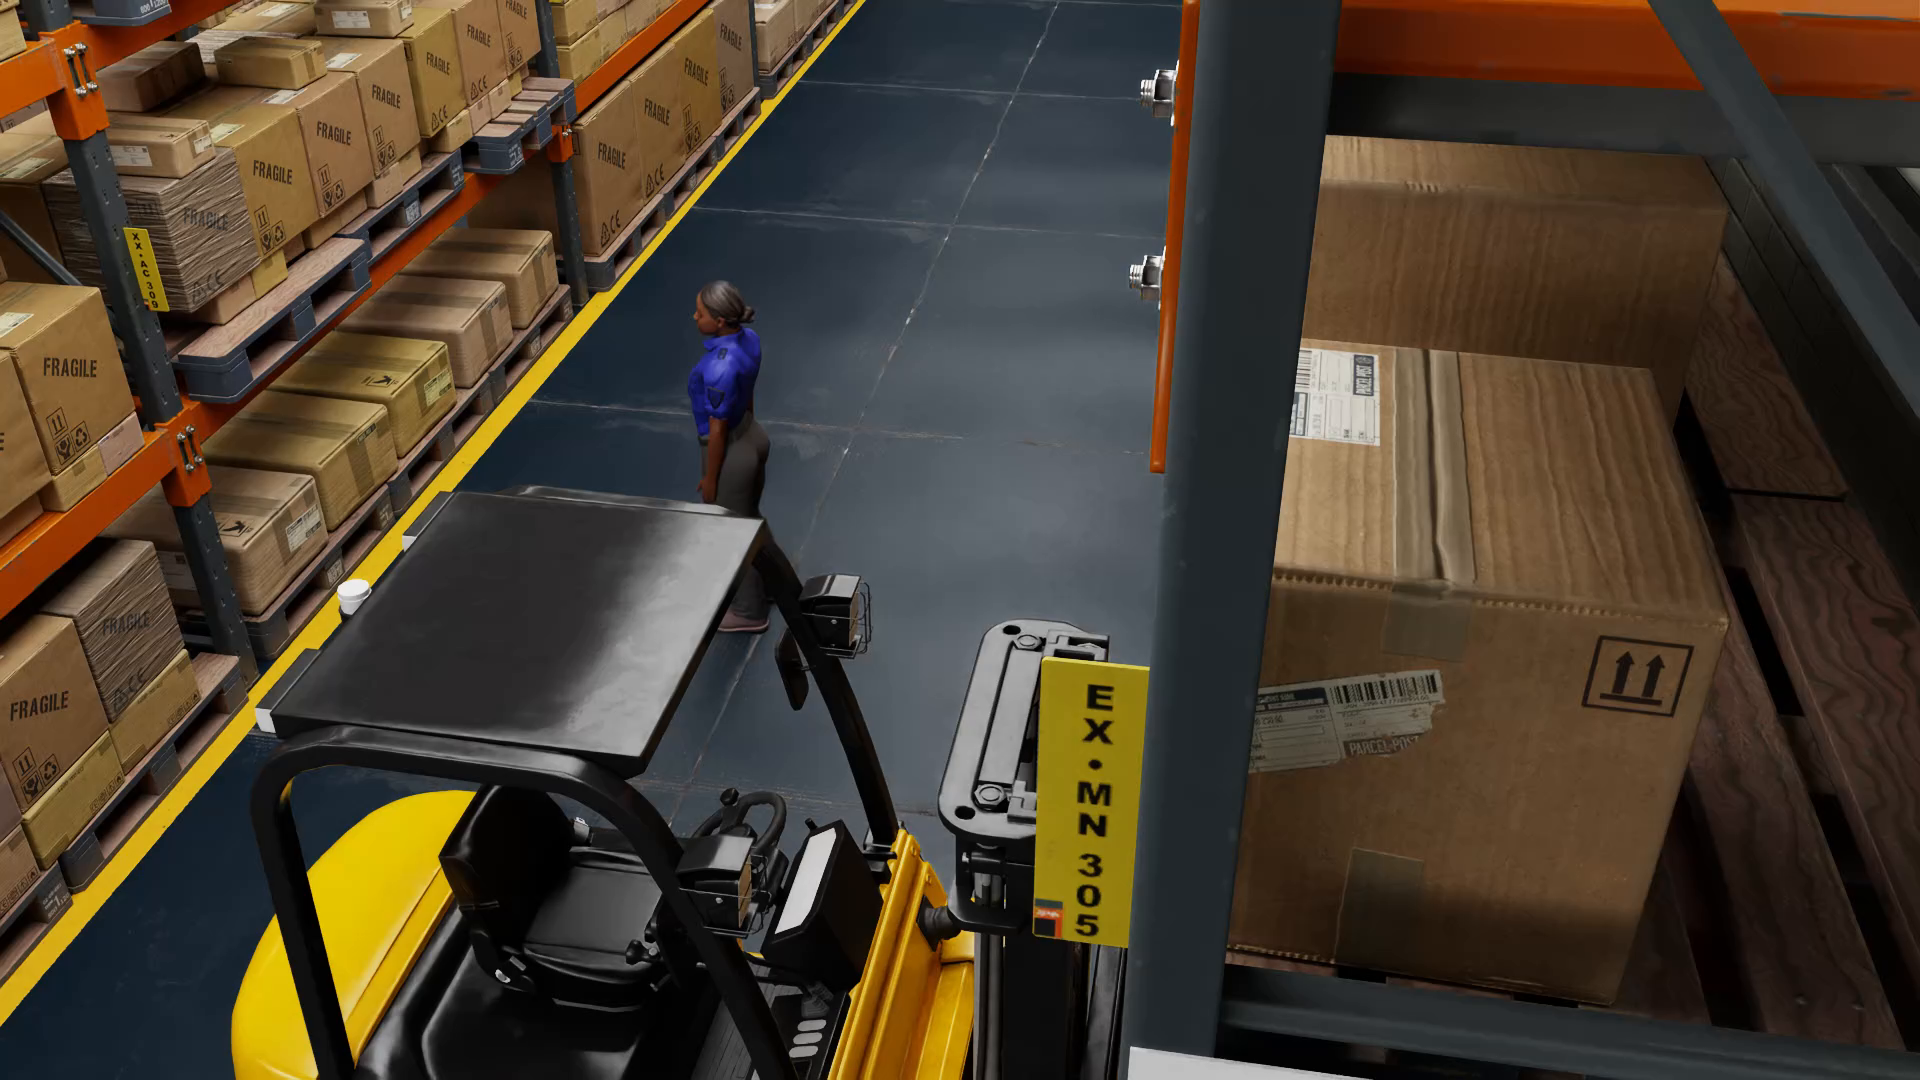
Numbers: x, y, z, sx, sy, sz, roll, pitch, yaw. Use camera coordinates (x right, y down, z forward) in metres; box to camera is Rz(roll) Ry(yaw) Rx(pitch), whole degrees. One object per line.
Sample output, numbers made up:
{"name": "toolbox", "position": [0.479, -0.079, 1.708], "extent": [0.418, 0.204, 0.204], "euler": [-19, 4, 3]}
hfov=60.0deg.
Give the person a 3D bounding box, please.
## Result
{"name": "person", "position": [-0.993, -0.352, 7.198], "extent": [0.308, 1.658, 0.437], "euler": [6, 33, 9]}
